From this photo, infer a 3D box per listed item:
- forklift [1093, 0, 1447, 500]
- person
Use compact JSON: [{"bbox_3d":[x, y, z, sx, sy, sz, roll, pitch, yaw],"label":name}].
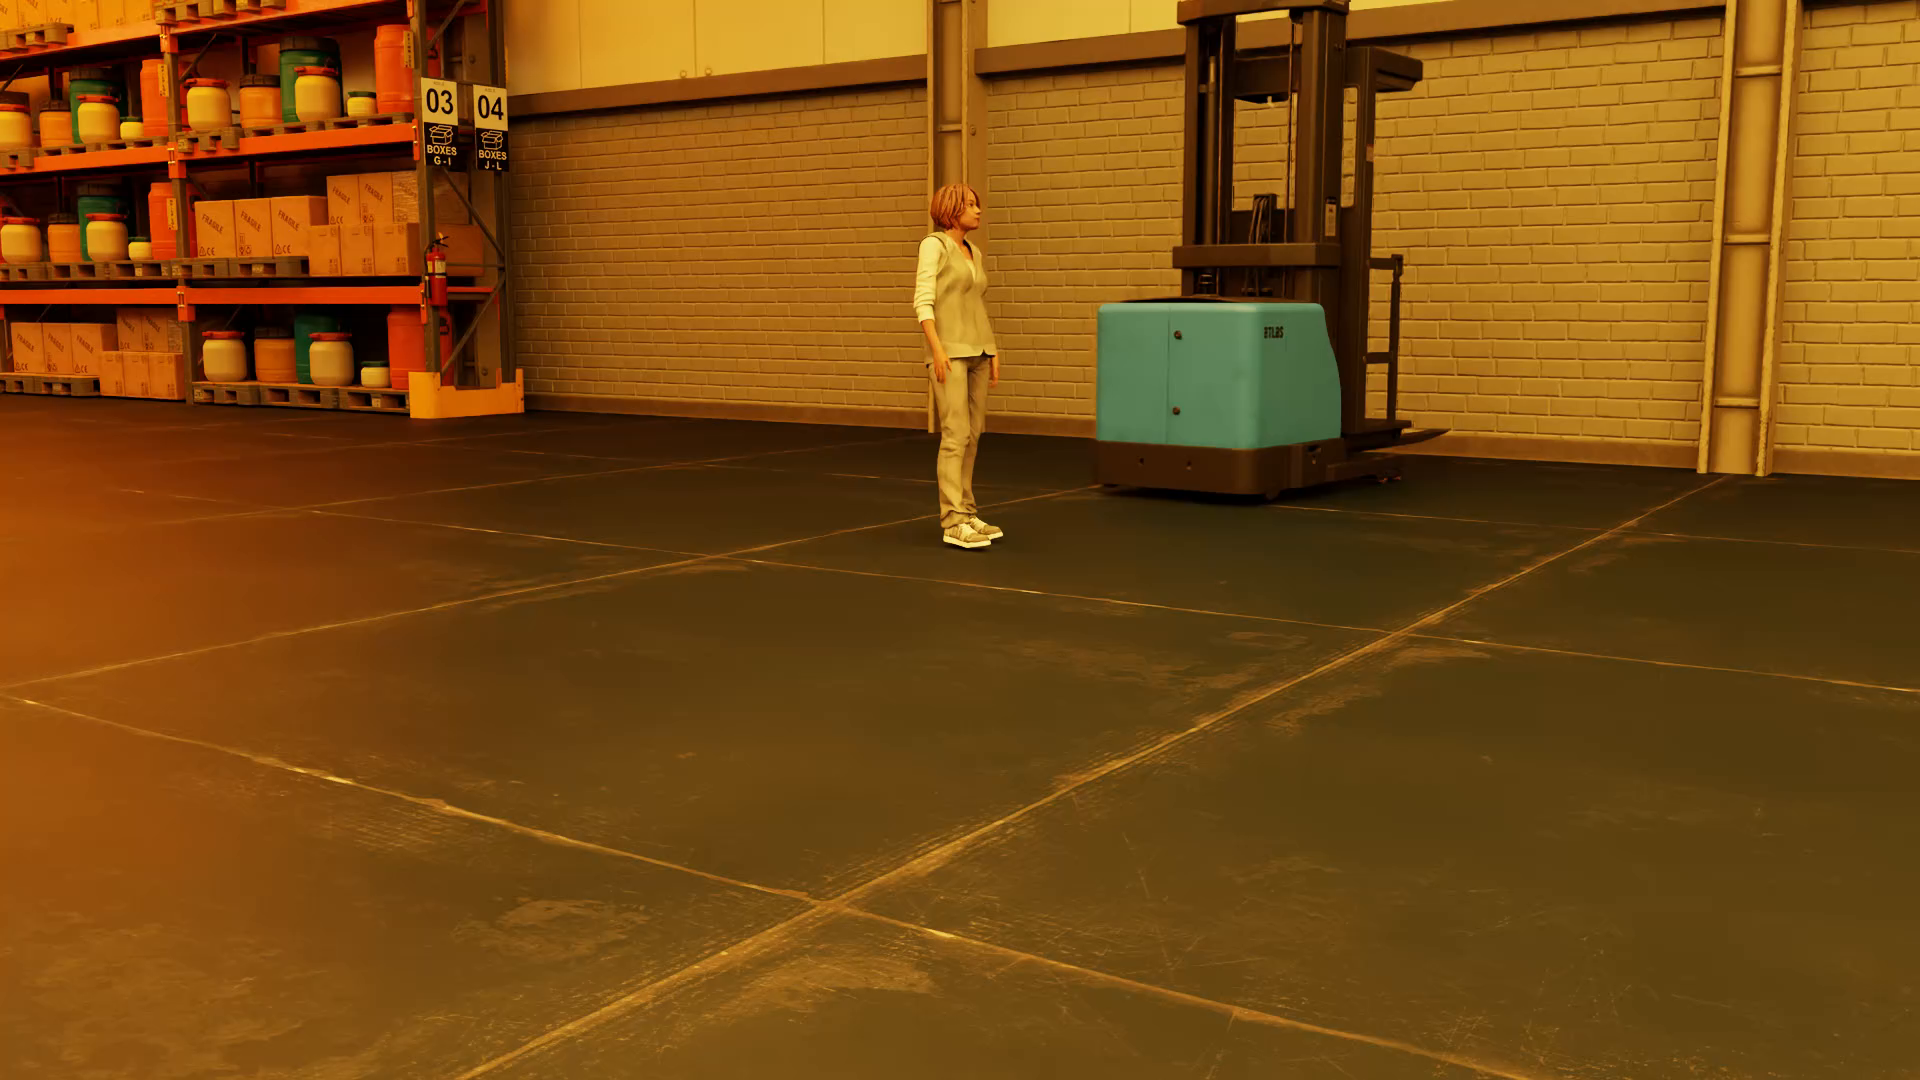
[{"bbox_3d":[2.062,-1.824,10.021,1.130,2.935,3.031,6,10,38],"label":"forklift"},{"bbox_3d":[0.053,-0.790,7.438,0.475,1.596,0.521,5,10,34],"label":"person"}]
